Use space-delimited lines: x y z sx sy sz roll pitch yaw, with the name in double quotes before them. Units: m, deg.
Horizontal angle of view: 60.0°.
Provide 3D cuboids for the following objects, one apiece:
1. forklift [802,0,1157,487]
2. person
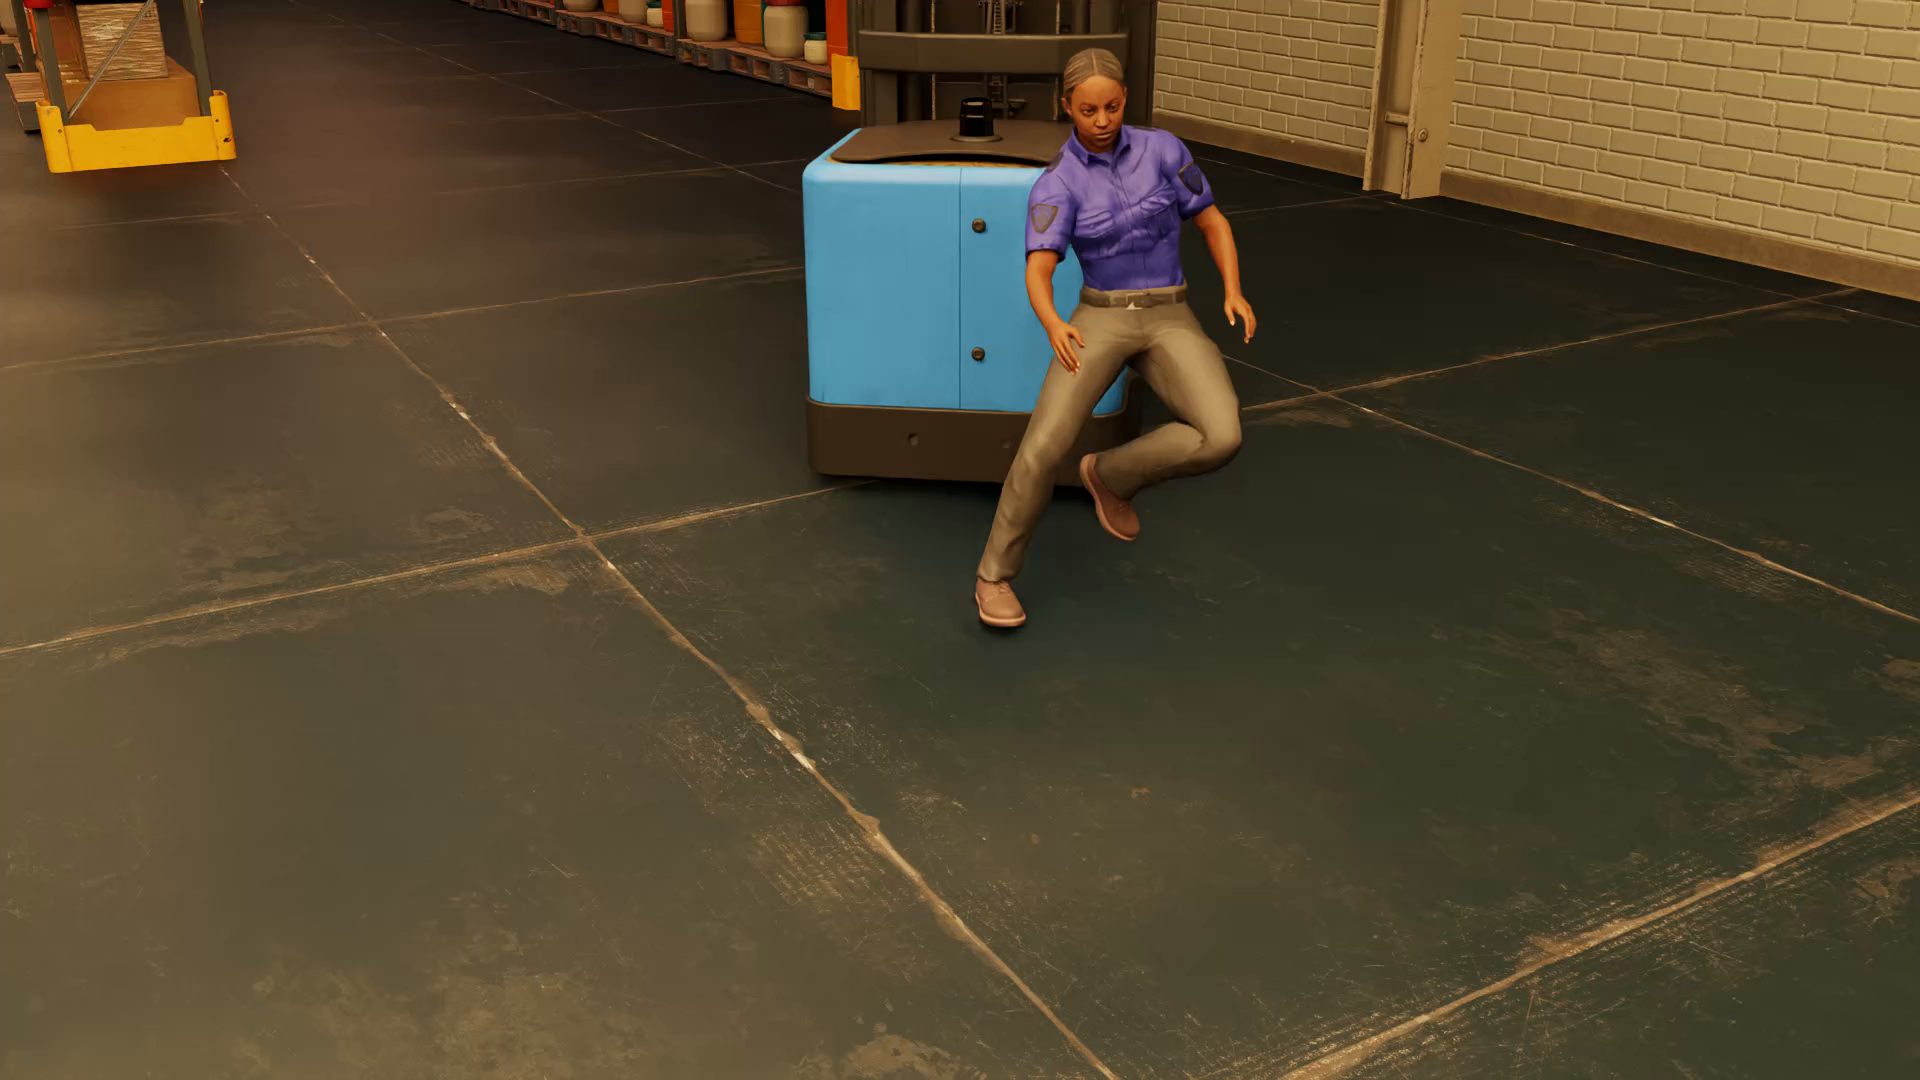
"forklift" 0.206 -2.050 6.270 1.130 2.935 3.031 3 22 7
"person" 0.409 -0.537 4.475 0.755 1.486 0.696 -3 22 -6
